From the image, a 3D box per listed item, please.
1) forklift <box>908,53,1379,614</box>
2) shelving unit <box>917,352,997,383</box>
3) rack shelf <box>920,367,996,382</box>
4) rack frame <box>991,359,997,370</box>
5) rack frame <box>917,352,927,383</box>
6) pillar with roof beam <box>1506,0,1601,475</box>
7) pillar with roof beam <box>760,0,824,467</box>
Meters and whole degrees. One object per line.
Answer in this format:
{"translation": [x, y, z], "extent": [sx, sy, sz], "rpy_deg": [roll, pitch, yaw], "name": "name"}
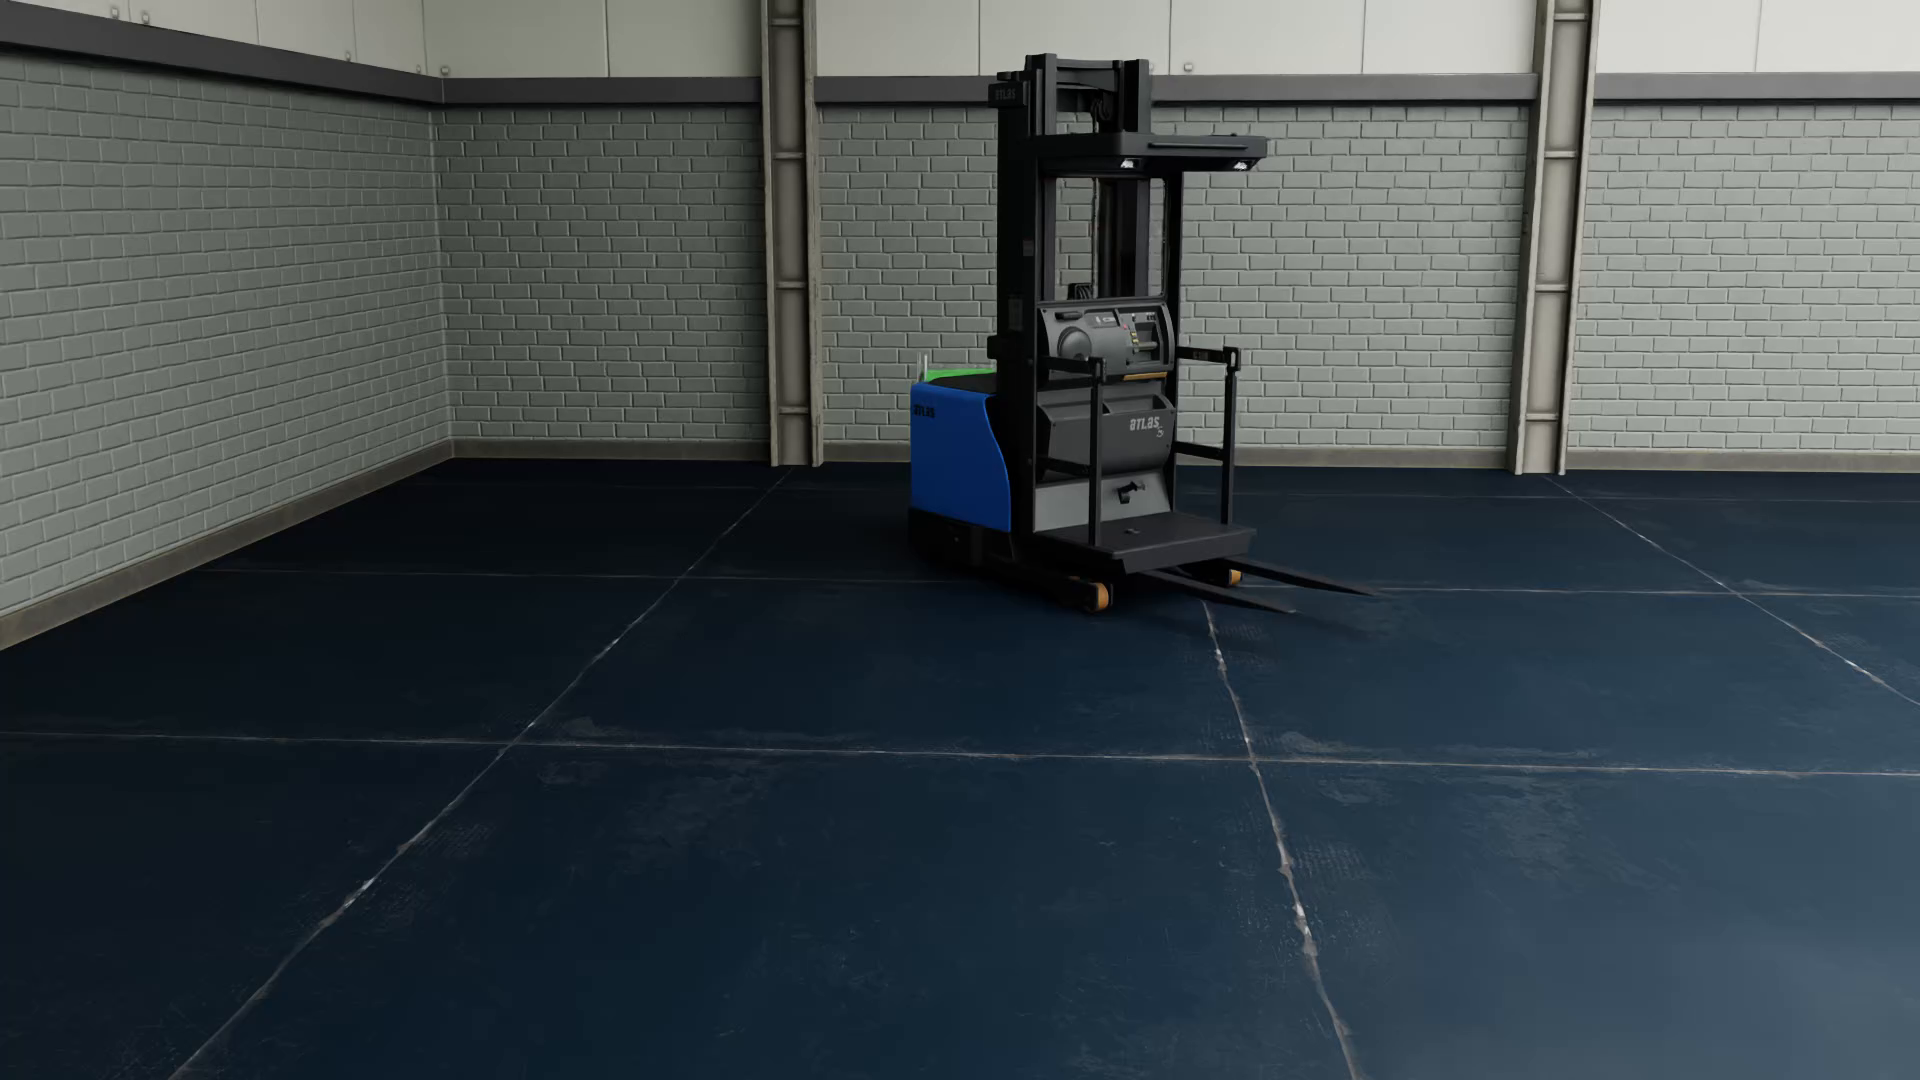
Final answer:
{"translation": [0.957, -1.158, 9.146], "extent": [1.130, 2.935, 3.031], "rpy_deg": [-9, 15, -35], "name": "forklift"}
{"translation": [-0.003, -0.612, 10.762], "extent": [0.503, 1.200, 0.258], "rpy_deg": [-3, 12, -12], "name": "shelving unit"}
{"translation": [-0.004, -1.019, 10.677], "extent": [0.480, 0.148, 0.258], "rpy_deg": [-3, 12, -12], "name": "rack shelf"}
{"translation": [0.235, -0.623, 10.813], "extent": [0.015, 1.200, 0.240], "rpy_deg": [-3, 12, -12], "name": "rack frame"}
{"translation": [-0.242, -0.601, 10.712], "extent": [0.015, 1.200, 0.240], "rpy_deg": [-3, 12, -12], "name": "rack frame"}
{"translation": [4.349, -4.079, 8.287], "extent": [0.400, 9.000, 9.100], "rpy_deg": [1, 12, 4], "name": "pillar with roof beam"}
{"translation": [-1.637, -4.161, 8.680], "extent": [0.400, 9.000, 9.100], "rpy_deg": [1, 12, 4], "name": "pillar with roof beam"}
